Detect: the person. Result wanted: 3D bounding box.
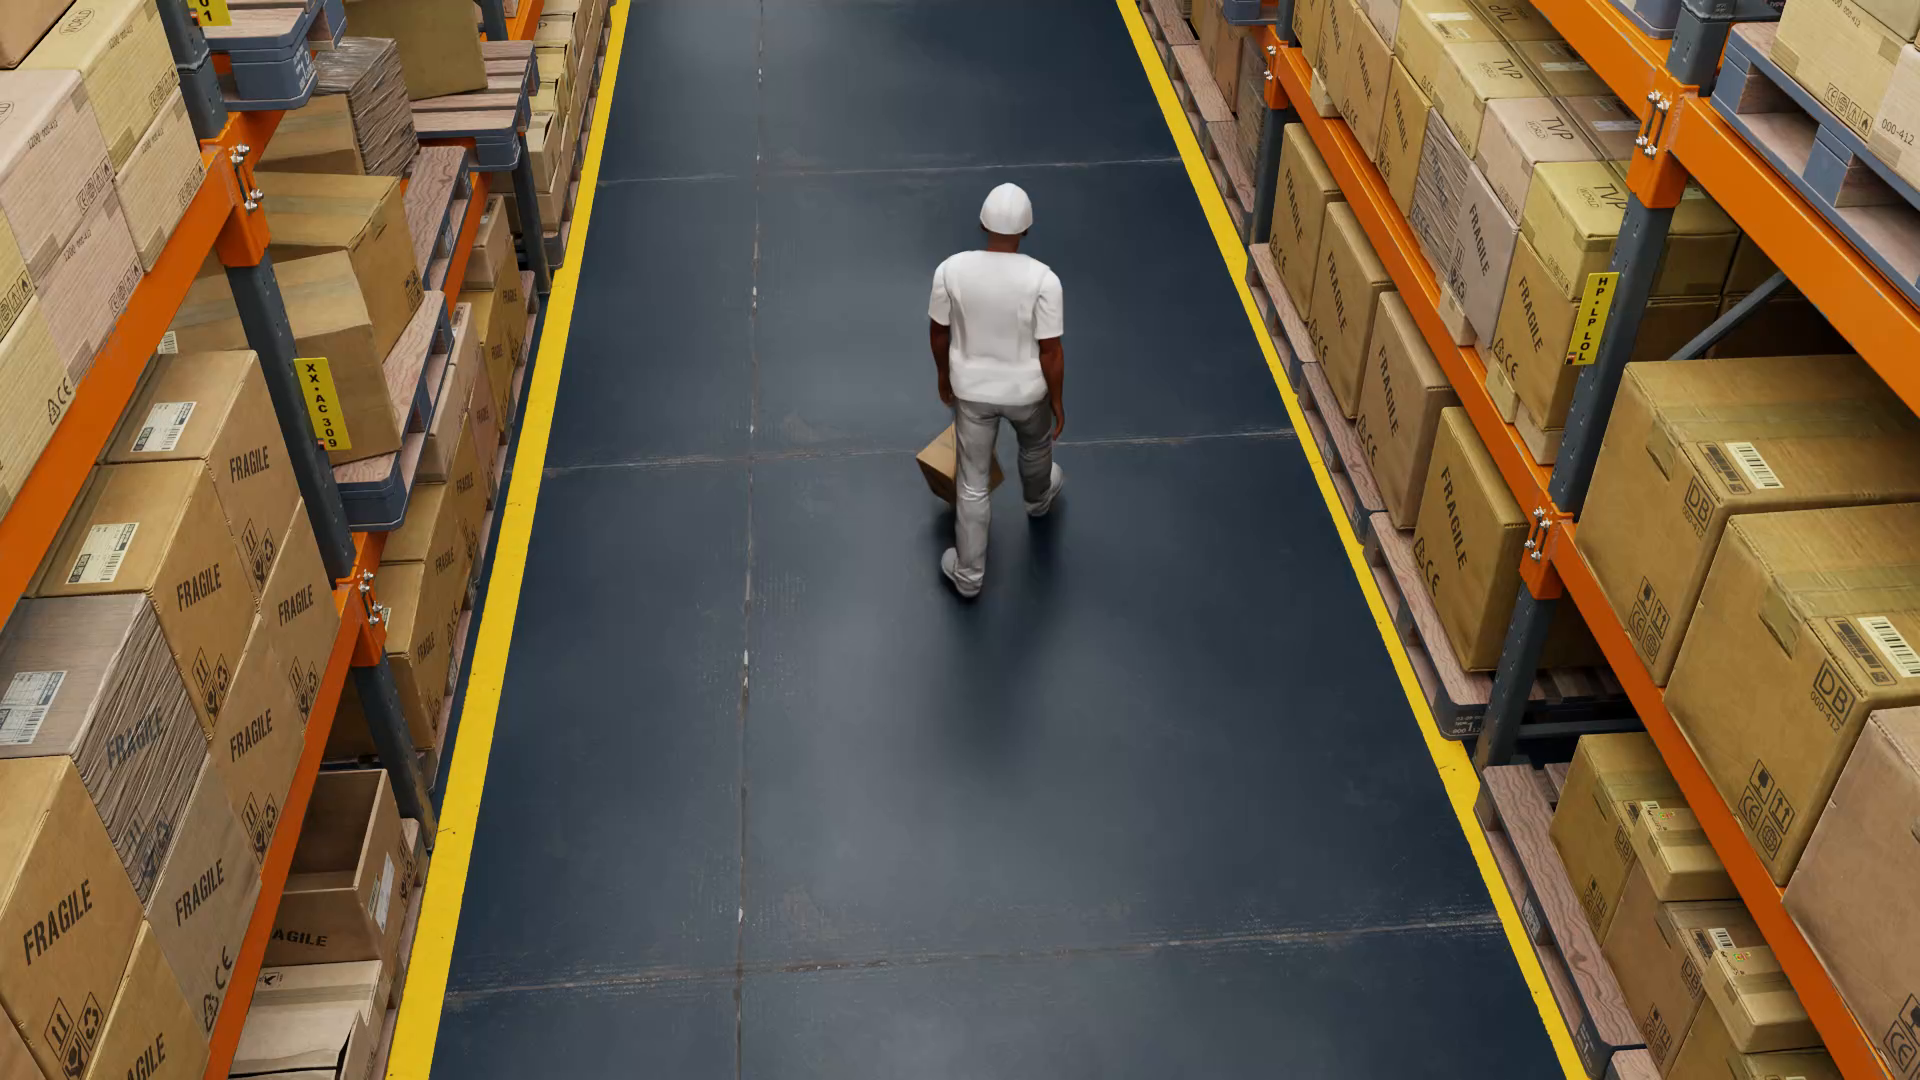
[{"bbox_3d":[0.165,-0.673,6.994,0.601,1.728,0.951,7,39,9],"label":"person"}]
